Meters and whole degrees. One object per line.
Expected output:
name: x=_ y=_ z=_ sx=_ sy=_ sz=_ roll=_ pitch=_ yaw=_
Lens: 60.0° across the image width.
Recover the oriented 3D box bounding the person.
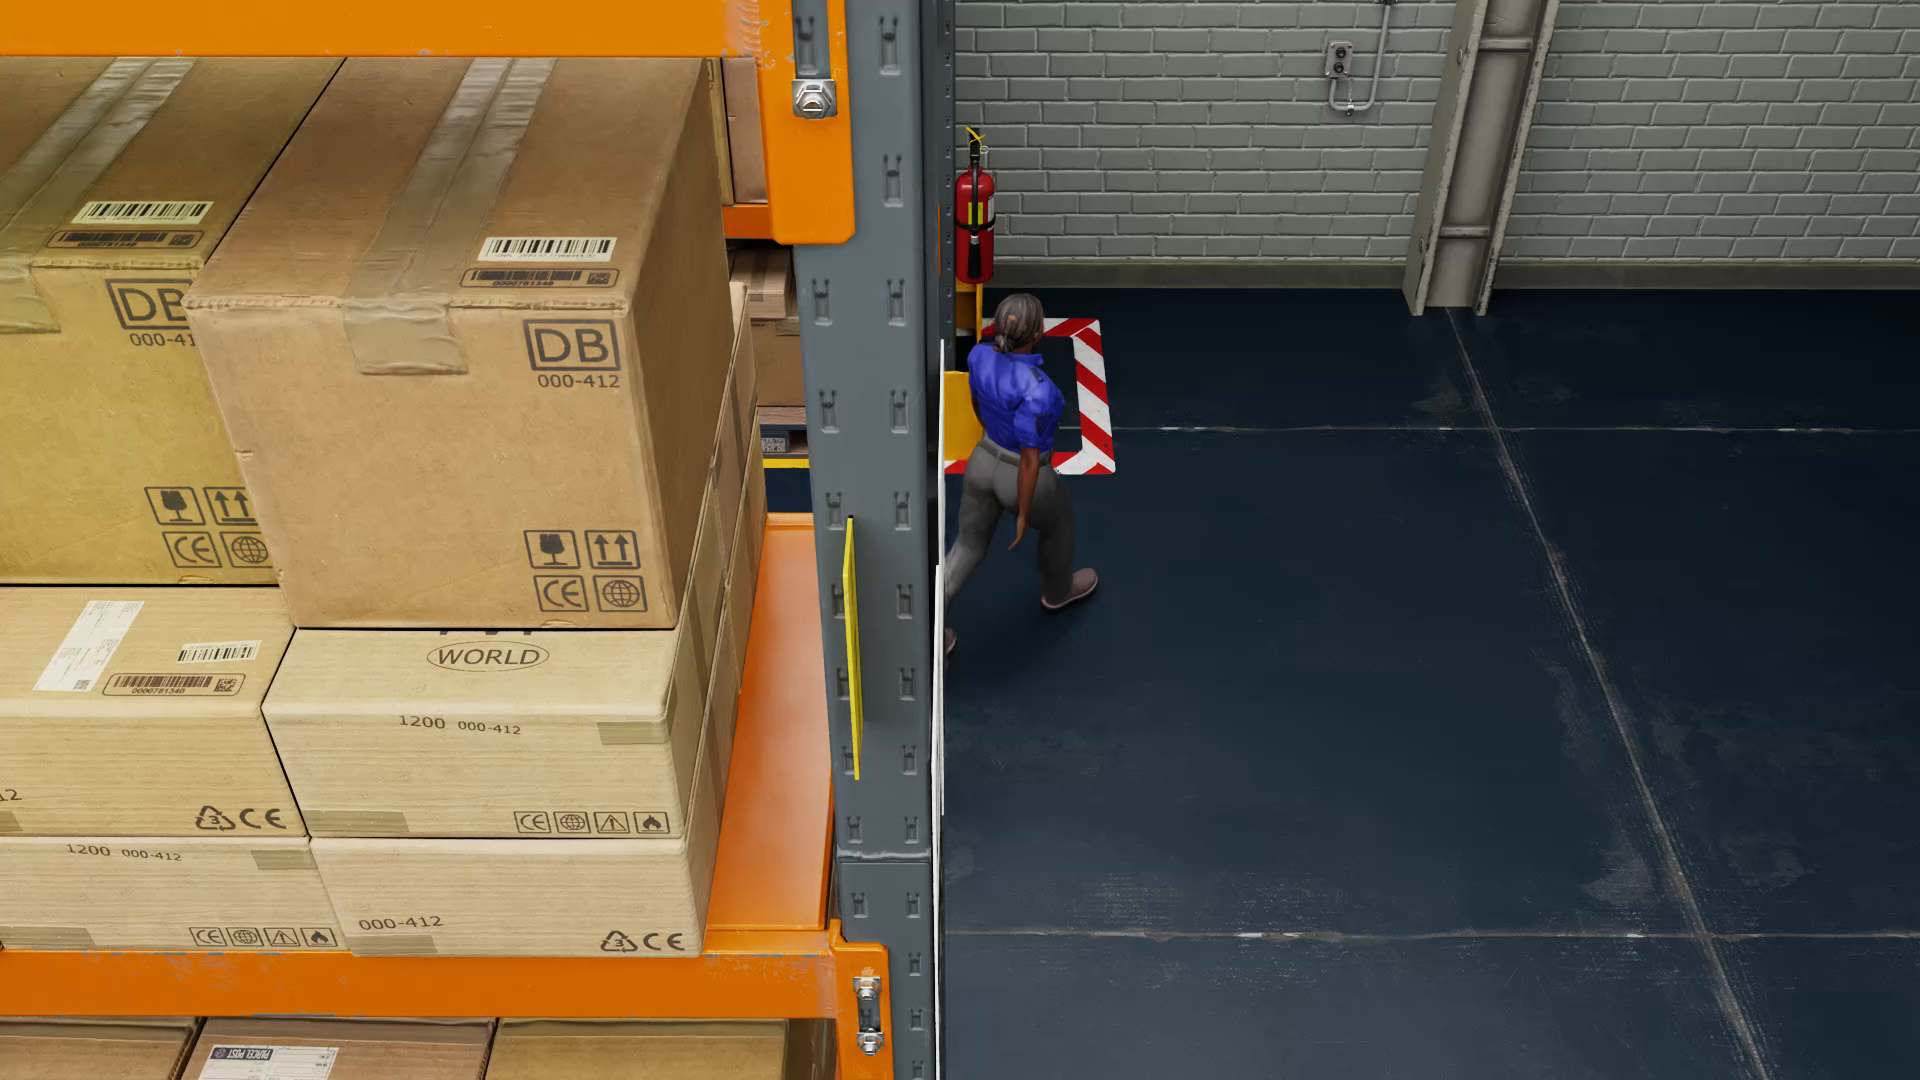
person: x=0.170 y=-0.254 z=6.464 sx=0.468 sy=1.600 sz=1.008 roll=31 pitch=49 yaw=32
